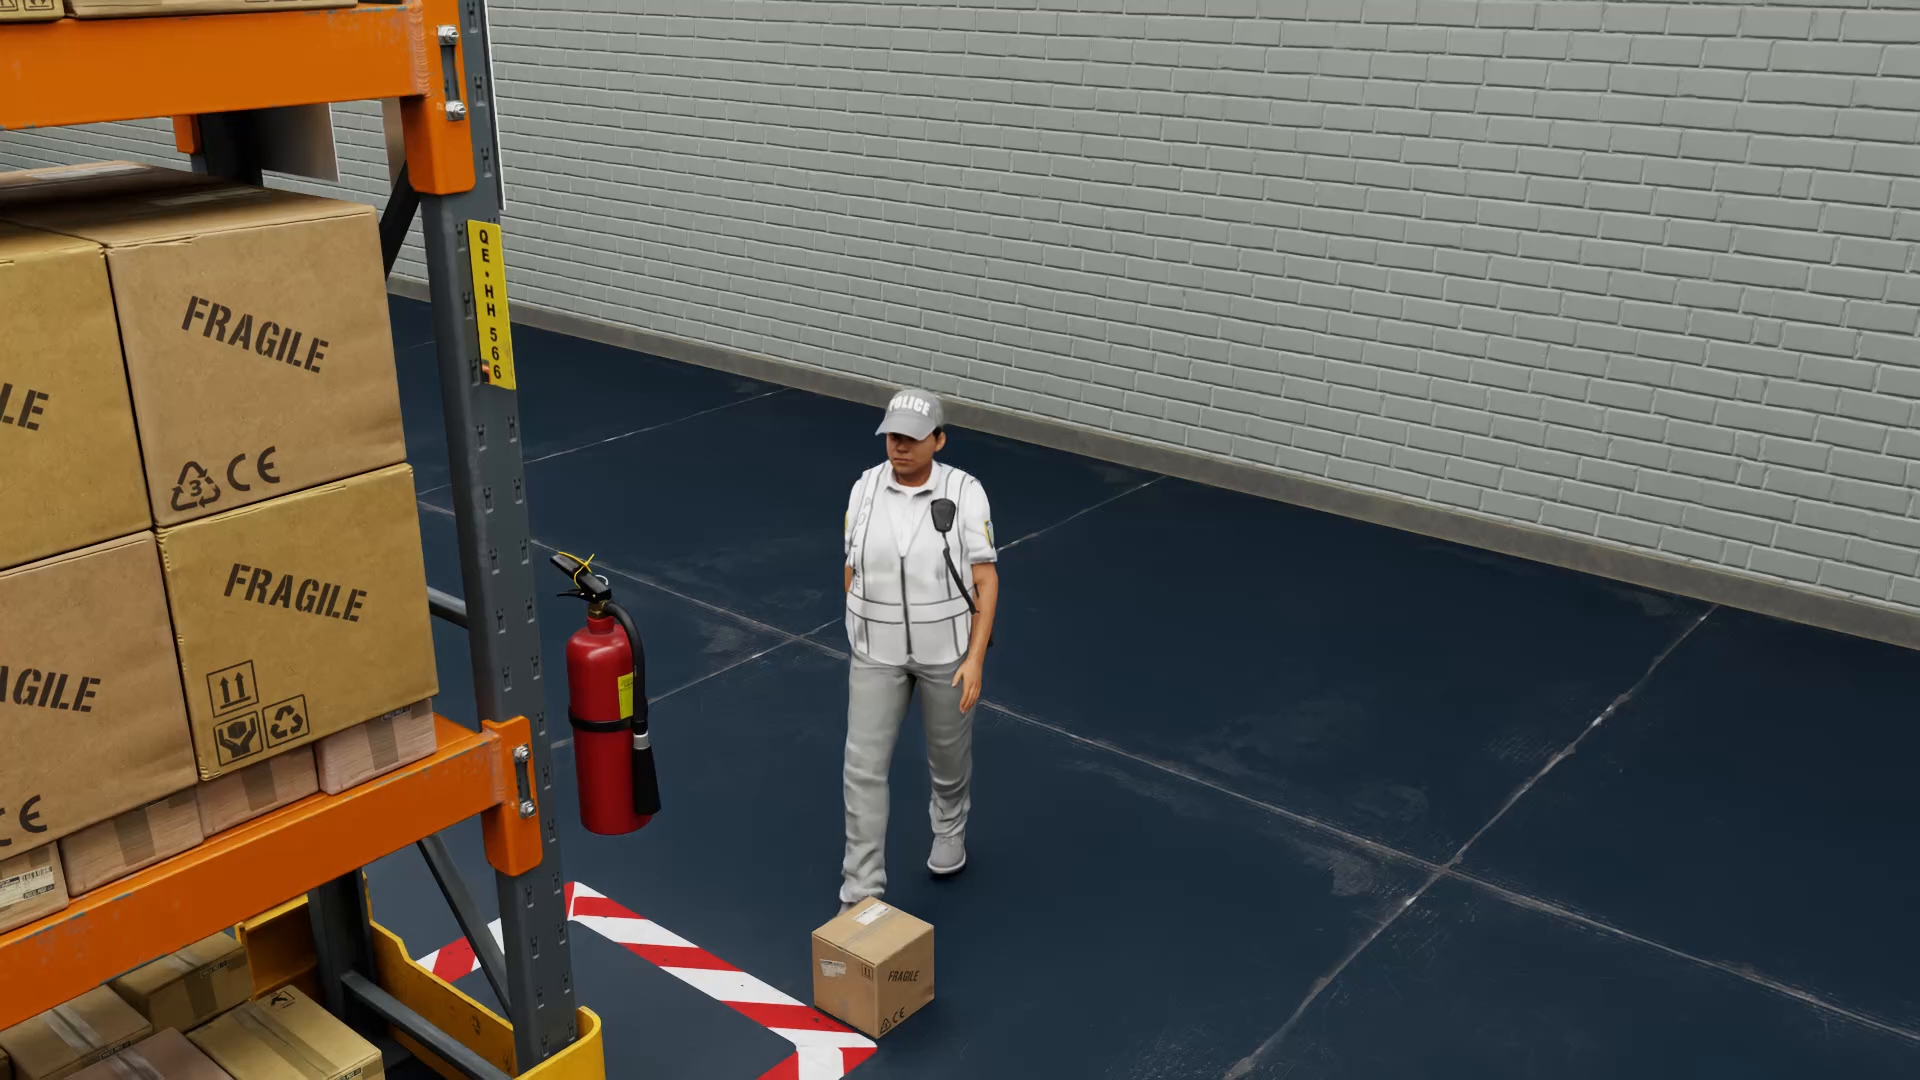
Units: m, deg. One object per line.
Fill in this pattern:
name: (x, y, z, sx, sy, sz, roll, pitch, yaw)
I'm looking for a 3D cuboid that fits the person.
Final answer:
person: (-0.137, 0.376, 5.032, 0.492, 1.633, 0.834, 2, 20, 5)
